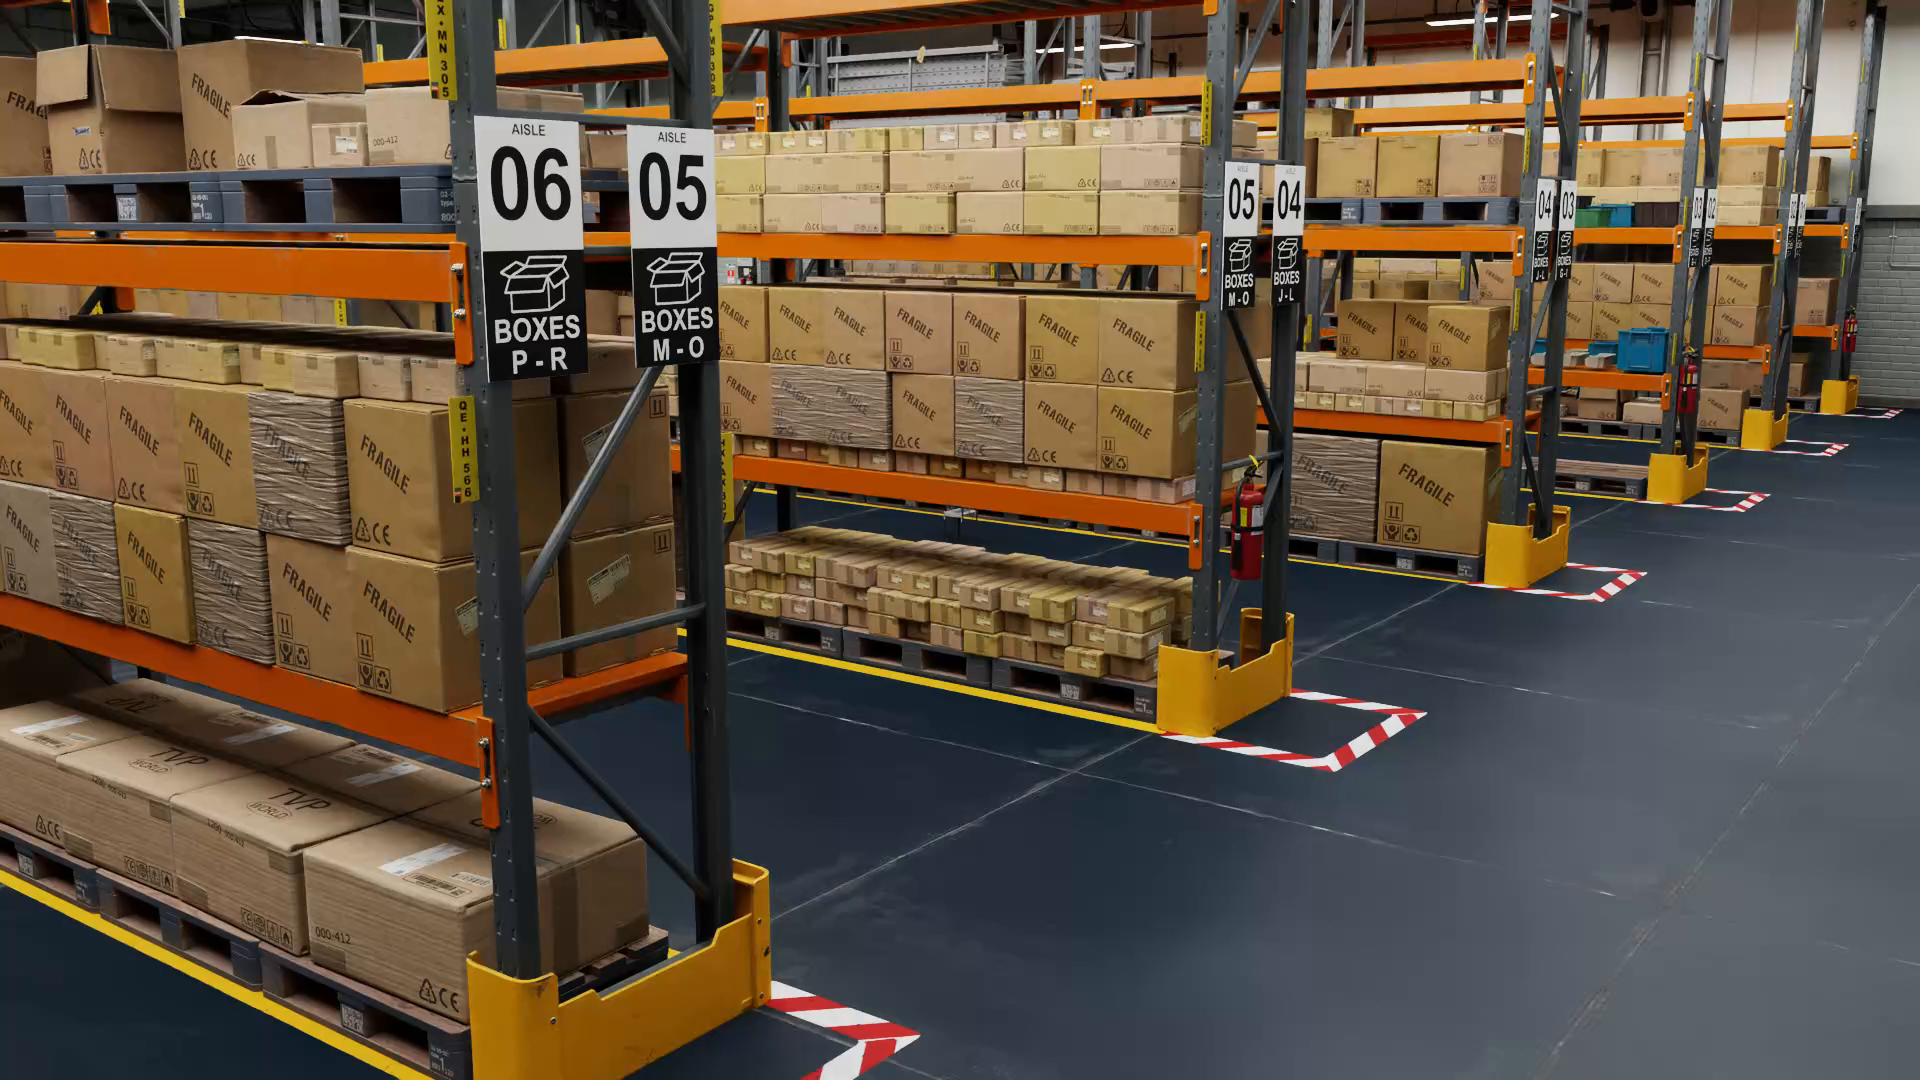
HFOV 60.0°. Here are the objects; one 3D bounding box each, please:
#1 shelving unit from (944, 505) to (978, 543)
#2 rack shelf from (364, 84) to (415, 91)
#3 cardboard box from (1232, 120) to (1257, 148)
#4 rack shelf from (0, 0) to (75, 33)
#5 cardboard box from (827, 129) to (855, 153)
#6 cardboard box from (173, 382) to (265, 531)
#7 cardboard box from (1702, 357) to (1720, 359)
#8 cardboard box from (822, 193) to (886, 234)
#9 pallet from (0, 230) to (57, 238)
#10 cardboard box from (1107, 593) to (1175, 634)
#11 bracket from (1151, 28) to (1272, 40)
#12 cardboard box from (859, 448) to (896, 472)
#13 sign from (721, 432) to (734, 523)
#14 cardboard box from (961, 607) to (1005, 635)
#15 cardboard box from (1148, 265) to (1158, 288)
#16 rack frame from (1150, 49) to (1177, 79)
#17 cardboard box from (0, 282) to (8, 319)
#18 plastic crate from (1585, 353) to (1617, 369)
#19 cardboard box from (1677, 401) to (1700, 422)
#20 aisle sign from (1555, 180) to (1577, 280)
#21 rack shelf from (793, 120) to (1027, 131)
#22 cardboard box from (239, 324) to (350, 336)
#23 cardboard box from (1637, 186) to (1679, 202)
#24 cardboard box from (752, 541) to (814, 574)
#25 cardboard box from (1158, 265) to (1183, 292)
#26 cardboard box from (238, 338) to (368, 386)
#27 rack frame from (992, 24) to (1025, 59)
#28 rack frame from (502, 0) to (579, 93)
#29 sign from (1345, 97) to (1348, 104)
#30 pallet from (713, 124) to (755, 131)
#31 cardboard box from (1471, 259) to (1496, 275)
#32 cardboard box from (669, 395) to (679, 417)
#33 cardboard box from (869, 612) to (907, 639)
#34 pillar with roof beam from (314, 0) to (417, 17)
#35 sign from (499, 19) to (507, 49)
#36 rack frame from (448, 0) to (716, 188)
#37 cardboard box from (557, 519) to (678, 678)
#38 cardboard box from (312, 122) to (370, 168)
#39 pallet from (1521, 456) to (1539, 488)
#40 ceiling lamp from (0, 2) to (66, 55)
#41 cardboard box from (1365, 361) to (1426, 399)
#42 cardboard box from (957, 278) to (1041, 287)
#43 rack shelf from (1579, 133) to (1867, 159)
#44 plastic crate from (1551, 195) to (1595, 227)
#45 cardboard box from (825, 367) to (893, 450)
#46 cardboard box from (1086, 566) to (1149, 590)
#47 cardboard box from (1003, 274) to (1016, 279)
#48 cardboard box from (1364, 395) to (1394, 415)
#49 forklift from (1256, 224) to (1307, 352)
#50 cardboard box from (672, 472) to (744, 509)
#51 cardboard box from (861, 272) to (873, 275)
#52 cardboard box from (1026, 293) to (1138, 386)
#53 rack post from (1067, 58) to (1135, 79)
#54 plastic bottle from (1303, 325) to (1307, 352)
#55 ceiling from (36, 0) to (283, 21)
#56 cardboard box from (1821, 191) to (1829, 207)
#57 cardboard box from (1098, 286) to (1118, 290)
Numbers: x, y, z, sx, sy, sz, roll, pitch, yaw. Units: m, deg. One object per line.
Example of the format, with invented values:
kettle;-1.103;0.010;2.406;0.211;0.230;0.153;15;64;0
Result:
shelving unit;0.007;-0.441;15.160;0.210;0.900;0.258;8;13;36
rack shelf;-6.403;-3.964;14.997;4.000;0.370;1.077;8;13;36
cardboard box;1.531;-2.356;9.662;0.250;0.149;0.380;8;13;35
rack shelf;-6.027;-2.745;8.697;4.000;0.370;1.077;8;13;36
cardboard box;-0.637;-2.547;10.650;0.250;0.149;0.380;7;13;34
cardboard box;-2.556;-0.343;6.231;0.500;0.500;0.500;8;13;35
cardboard box;12.043;-2.987;26.559;0.250;0.149;0.380;8;14;36
cardboard box;-0.532;-2.084;10.623;0.500;0.250;0.500;9;14;38
pallet;-5.183;-1.599;8.225;1.217;0.209;0.805;7;13;33
cardboard box;1.081;0.436;9.931;0.250;0.149;0.380;8;14;36
bracket;3.852;-9.642;31.919;4.783;0.066;0.076;8;13;36
cardboard box;-0.442;-0.548;10.847;0.250;0.149;0.380;9;14;38
sign;-0.858;-0.223;6.019;0.005;0.325;0.100;8;13;36
cardboard box;0.218;0.473;10.524;0.250;0.149;0.380;8;14;36
cardboard box;3.543;-5.205;32.628;0.500;0.500;0.500;8;13;34
rack frame;3.798;-7.762;31.678;0.127;3.000;1.000;8;13;36
cardboard box;-10.094;-2.668;17.905;0.550;0.550;0.875;8;13;36
plastic crate;6.842;-1.914;17.785;0.243;0.136;0.396;8;13;36
cardboard box;9.868;-1.735;22.403;0.500;0.250;0.500;8;13;36
aisle sign;4.910;-2.506;13.464;0.004;0.787;0.394;8;13;36
rack shelf;-0.454;-5.471;22.783;4.000;0.370;1.077;8;13;36
cardboard box;-2.779;-0.819;6.981;0.250;0.149;0.380;8;14;36
cardboard box;9.172;-4.485;21.715;0.500;0.250;0.500;8;13;36
cardboard box;-1.225;0.118;11.577;0.250;0.149;0.380;9;14;38
cardboard box;4.188;-5.019;31.874;0.500;0.500;0.700;8;14;36
cardboard box;-2.423;-0.659;6.156;0.250;0.149;0.380;8;13;35
rack frame;0.869;-7.003;27.756;0.127;3.000;1.000;8;13;36
rack frame;-4.997;-5.487;19.919;0.127;3.000;1.000;8;13;36
sign;6.709;-7.725;28.822;0.005;0.325;0.100;8;13;36
pallet;-3.734;-6.181;25.060;1.213;0.211;1.003;8;13;36
cardboard box;8.901;-4.620;28.158;0.500;0.250;0.500;8;14;37
cardboard box;-2.004;-0.991;12.032;0.250;0.149;0.380;8;13;34
cardboard box;-0.394;0.529;11.017;0.250;0.149;0.380;8;13;34
pillar with roof beam;-15.406;-9.630;41.334;0.548;9.000;9.100;8;13;36
sign;-5.333;-5.903;19.404;0.005;0.325;0.100;8;13;36
rack frame;-1.191;-2.620;5.103;0.127;3.000;1.000;8;13;36
cardboard box;-1.408;0.178;6.170;0.500;0.500;0.500;8;13;35
cardboard box;-1.992;-1.351;5.733;0.250;0.149;0.380;7;13;31
pallet;5.985;-0.817;18.919;1.213;0.211;1.003;8;13;36
ceiling lamp;-19.353;-11.162;33.887;0.800;3.185;2.000;8;13;36
cardboard box;3.719;-1.336;13.868;0.500;0.250;0.500;8;13;35
cardboard box;0.385;-2.333;16.508;0.637;0.503;0.797;8;14;36
rack shelf;11.858;-6.088;25.973;4.000;0.370;1.077;8;13;36
plastic crate;6.538;-3.607;18.261;0.767;0.338;0.504;8;13;36
cardboard box;-0.529;-0.878;10.846;0.500;0.500;0.500;8;13;34
cardboard box;1.016;0.286;10.710;0.250;0.149;0.380;8;13;35
cardboard box;0.767;-4.485;28.564;0.250;0.149;0.380;8;13;35
cardboard box;3.579;-1.144;13.929;0.250;0.149;0.380;8;14;37
forklift;3.125;-2.011;17.931;1.130;2.935;3.031;1;11;7
cardboard box;-2.006;-0.365;12.738;0.500;0.250;0.500;7;13;33
cardboard box;-1.549;-4.711;29.735;0.250;0.149;0.380;8;13;35
cardboard box;0.733;-1.201;9.880;0.500;0.500;0.500;7;13;34
rack post;1.844;-5.976;21.090;0.986;0.289;0.624;8;13;36
plastic bottle;4.258;-2.470;20.249;0.185;0.351;0.144;8;13;36
ceiling;-23.223;-15.873;49.916;6.000;0.001;6.000;8;13;36
cardboard box;13.027;-5.241;25.573;0.500;0.250;0.500;9;14;38
cardboard box;2.307;-3.902;27.260;0.500;0.500;0.500;8;14;36
